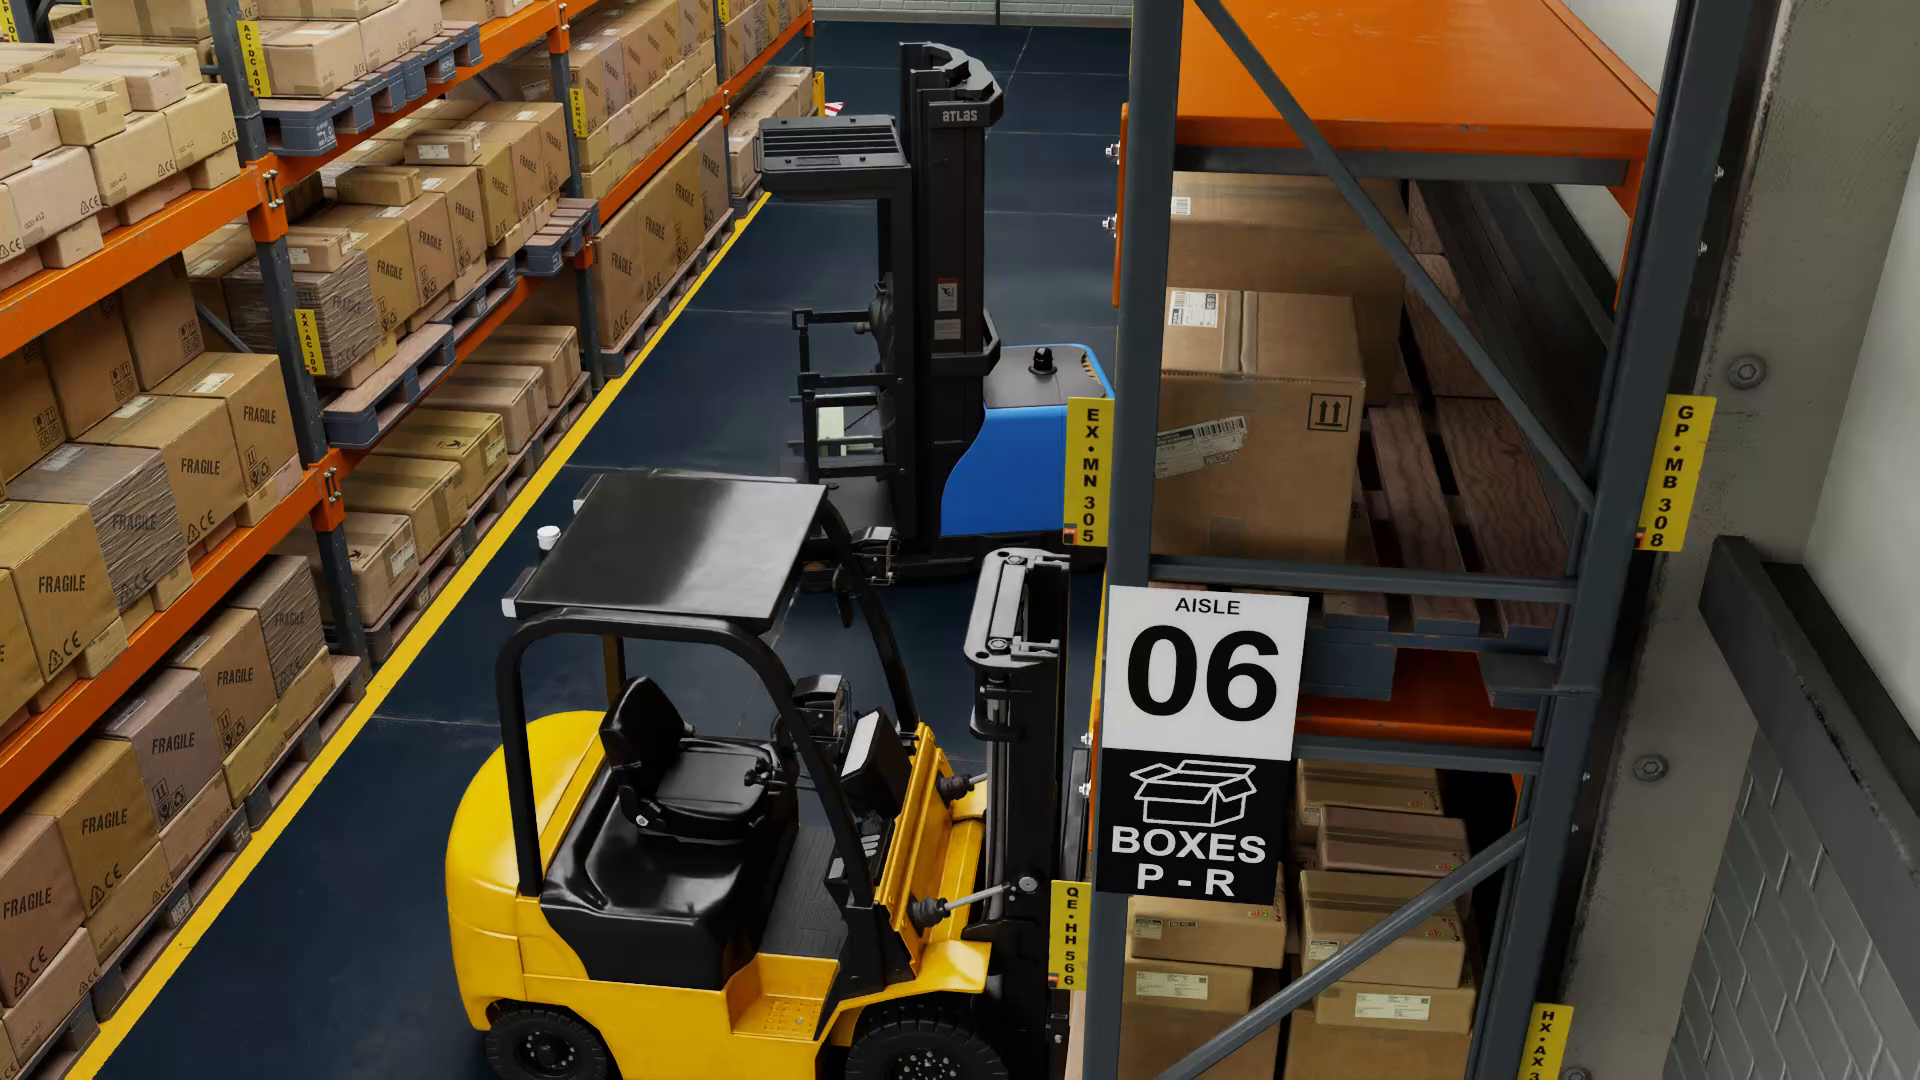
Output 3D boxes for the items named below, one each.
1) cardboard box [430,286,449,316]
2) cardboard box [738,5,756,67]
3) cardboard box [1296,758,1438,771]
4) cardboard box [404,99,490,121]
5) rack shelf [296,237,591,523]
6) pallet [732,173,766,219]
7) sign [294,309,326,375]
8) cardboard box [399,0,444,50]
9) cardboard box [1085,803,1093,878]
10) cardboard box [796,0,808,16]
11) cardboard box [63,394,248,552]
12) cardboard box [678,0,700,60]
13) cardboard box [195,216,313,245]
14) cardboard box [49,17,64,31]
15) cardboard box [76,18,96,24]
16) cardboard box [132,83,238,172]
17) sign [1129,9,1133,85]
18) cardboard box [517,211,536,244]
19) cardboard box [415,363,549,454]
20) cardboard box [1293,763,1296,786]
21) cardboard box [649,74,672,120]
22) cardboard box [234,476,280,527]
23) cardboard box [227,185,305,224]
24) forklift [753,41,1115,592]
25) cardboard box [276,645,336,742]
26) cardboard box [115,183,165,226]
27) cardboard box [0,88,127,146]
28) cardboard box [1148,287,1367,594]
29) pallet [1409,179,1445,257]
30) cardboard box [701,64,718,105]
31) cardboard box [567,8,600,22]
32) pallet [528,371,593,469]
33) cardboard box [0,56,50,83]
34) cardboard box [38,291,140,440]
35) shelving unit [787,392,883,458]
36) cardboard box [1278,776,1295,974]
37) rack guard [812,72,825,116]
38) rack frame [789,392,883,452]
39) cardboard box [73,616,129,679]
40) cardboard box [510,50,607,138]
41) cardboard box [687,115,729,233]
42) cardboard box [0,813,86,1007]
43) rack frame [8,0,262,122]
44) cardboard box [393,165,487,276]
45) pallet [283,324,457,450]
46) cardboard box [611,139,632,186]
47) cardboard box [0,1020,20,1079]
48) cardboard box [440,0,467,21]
[{"bbox_3d":[-3.155,-1.395,9.498,0.380,0.149,0.250,4,29,7],"label":"cardboard box"},{"bbox_3d":[-2.276,-4.841,15.967,0.500,0.500,0.500,4,29,7],"label":"cardboard box"},{"bbox_3d":[1.179,0.613,4.847,0.380,0.149,0.250,4,29,6],"label":"cardboard box"},{"bbox_3d":[-3.434,-2.633,11.113,0.500,0.500,0.500,3,28,5],"label":"cardboard box"},{"bbox_3d":[-3.395,-1.213,10.098,1.077,0.370,4.000,3,28,6],"label":"rack shelf"},{"bbox_3d":[-2.489,-3.480,16.487,1.003,0.211,1.213,3,28,6],"label":"pallet"},{"bbox_3d":[-3.100,-0.942,7.923,0.100,0.325,0.005,3,28,6],"label":"sign"},{"bbox_3d":[-3.069,-2.757,8.758,0.500,0.250,0.500,3,28,6],"label":"cardboard box"},{"bbox_3d":[0.722,1.215,6.235,0.500,0.250,0.500,3,28,5],"label":"cardboard box"},{"bbox_3d":[-1.966,-6.039,18.191,0.500,0.500,0.500,4,29,6],"label":"cardboard box"},{"bbox_3d":[-3.504,-0.297,7.220,0.500,0.500,0.500,4,29,8],"label":"cardboard box"},{"bbox_3d":[-2.521,-4.370,14.039,0.500,0.500,0.500,4,29,7],"label":"cardboard box"},{"bbox_3d":[-3.751,-1.413,8.848,0.500,0.500,0.500,4,29,6],"label":"cardboard box"},{"bbox_3d":[-8.152,-4.520,14.672,0.380,0.149,0.250,4,29,7],"label":"cardboard box"},{"bbox_3d":[-7.506,-4.482,14.602,0.380,0.149,0.250,2,28,5],"label":"cardboard box"},{"bbox_3d":[-3.427,-1.750,7.017,0.500,0.250,0.500,3,28,6],"label":"cardboard box"},{"bbox_3d":[0.747,-2.016,6.789,0.100,0.325,0.005,3,28,6],"label":"sign"},{"bbox_3d":[-2.942,-2.008,10.637,0.380,0.149,0.250,2,28,4],"label":"cardboard box"},{"bbox_3d":[-3.311,-0.886,11.061,0.950,0.372,0.625,3,28,5],"label":"cardboard box"},{"bbox_3d":[1.194,0.745,4.915,0.380,0.149,0.250,2,28,4],"label":"cardboard box"},{"bbox_3d":[-2.629,-3.565,13.336,0.500,0.250,0.500,4,29,7],"label":"cardboard box"},{"bbox_3d":[-3.400,-0.191,7.707,0.380,0.149,0.250,4,29,7],"label":"cardboard box"},{"bbox_3d":[-3.736,-1.790,8.864,0.380,0.149,0.250,3,28,5],"label":"cardboard box"},{"bbox_3d":[-0.621,-1.255,9.489,3.031,2.935,1.130,-3,28,-6],"label":"forklift"},{"bbox_3d":[-3.445,0.731,8.187,0.500,0.250,0.500,5,29,9],"label":"cardboard box"},{"bbox_3d":[-3.501,-1.397,6.782,0.380,0.149,0.250,4,29,7],"label":"cardboard box"},{"bbox_3d":[-3.440,-1.614,6.345,0.380,0.149,0.250,4,29,8],"label":"cardboard box"},{"bbox_3d":[0.609,-0.235,3.708,0.500,0.500,0.500,4,29,8],"label":"cardboard box"},{"bbox_3d":[1.208,-1.181,6.209,1.003,0.211,1.213,3,28,6],"label":"pallet"},{"bbox_3d":[-2.464,-4.063,14.786,0.500,0.250,0.500,3,28,5],"label":"cardboard box"},{"bbox_3d":[-3.155,-3.927,13.218,0.500,0.500,0.500,3,28,5],"label":"cardboard box"},{"bbox_3d":[-3.247,-0.876,11.654,1.003,0.211,1.213,3,28,6],"label":"pallet"},{"bbox_3d":[-4.005,-1.896,6.869,0.380,0.149,0.250,4,29,8],"label":"cardboard box"},{"bbox_3d":[-3.993,-0.770,7.044,0.700,0.500,0.500,4,29,6],"label":"cardboard box"},{"bbox_3d":[-0.367,-0.655,10.974,1.500,0.431,0.755,-3,28,-3],"label":"shelving unit"},{"bbox_3d":[1.175,1.073,4.990,0.500,0.500,0.500,4,29,8],"label":"cardboard box"},{"bbox_3d":[-2.166,-5.148,19.279,1.175,0.500,0.348,3,28,6],"label":"rack guard"},{"bbox_3d":[-0.393,-0.825,11.297,1.500,0.400,0.023,-3,28,-3],"label":"rack frame"},{"bbox_3d":[-3.554,0.411,6.589,0.380,0.149,0.250,4,29,7],"label":"cardboard box"},{"bbox_3d":[-2.846,-3.174,11.819,0.500,0.500,0.500,2,28,5],"label":"cardboard box"},{"bbox_3d":[-2.656,-3.307,15.024,0.875,0.875,0.875,4,29,8],"label":"cardboard box"},{"bbox_3d":[-3.694,1.368,6.213,0.500,0.500,0.500,2,28,4],"label":"cardboard box"},{"bbox_3d":[-3.640,-3.230,6.757,1.000,3.000,0.127,3,28,6],"label":"rack frame"},{"bbox_3d":[-3.110,-1.863,9.683,0.500,0.500,0.500,2,28,4],"label":"cardboard box"},{"bbox_3d":[-3.402,-0.856,8.878,1.003,0.211,1.213,3,28,6],"label":"pallet"},{"bbox_3d":[-2.795,-2.864,12.562,0.500,0.250,0.500,3,28,5],"label":"cardboard box"},{"bbox_3d":[-3.757,1.956,5.913,0.500,0.250,0.500,3,28,6],"label":"cardboard box"},{"bbox_3d":[-3.308,-3.118,9.603,0.797,0.503,0.637,3,28,6],"label":"cardboard box"}]
